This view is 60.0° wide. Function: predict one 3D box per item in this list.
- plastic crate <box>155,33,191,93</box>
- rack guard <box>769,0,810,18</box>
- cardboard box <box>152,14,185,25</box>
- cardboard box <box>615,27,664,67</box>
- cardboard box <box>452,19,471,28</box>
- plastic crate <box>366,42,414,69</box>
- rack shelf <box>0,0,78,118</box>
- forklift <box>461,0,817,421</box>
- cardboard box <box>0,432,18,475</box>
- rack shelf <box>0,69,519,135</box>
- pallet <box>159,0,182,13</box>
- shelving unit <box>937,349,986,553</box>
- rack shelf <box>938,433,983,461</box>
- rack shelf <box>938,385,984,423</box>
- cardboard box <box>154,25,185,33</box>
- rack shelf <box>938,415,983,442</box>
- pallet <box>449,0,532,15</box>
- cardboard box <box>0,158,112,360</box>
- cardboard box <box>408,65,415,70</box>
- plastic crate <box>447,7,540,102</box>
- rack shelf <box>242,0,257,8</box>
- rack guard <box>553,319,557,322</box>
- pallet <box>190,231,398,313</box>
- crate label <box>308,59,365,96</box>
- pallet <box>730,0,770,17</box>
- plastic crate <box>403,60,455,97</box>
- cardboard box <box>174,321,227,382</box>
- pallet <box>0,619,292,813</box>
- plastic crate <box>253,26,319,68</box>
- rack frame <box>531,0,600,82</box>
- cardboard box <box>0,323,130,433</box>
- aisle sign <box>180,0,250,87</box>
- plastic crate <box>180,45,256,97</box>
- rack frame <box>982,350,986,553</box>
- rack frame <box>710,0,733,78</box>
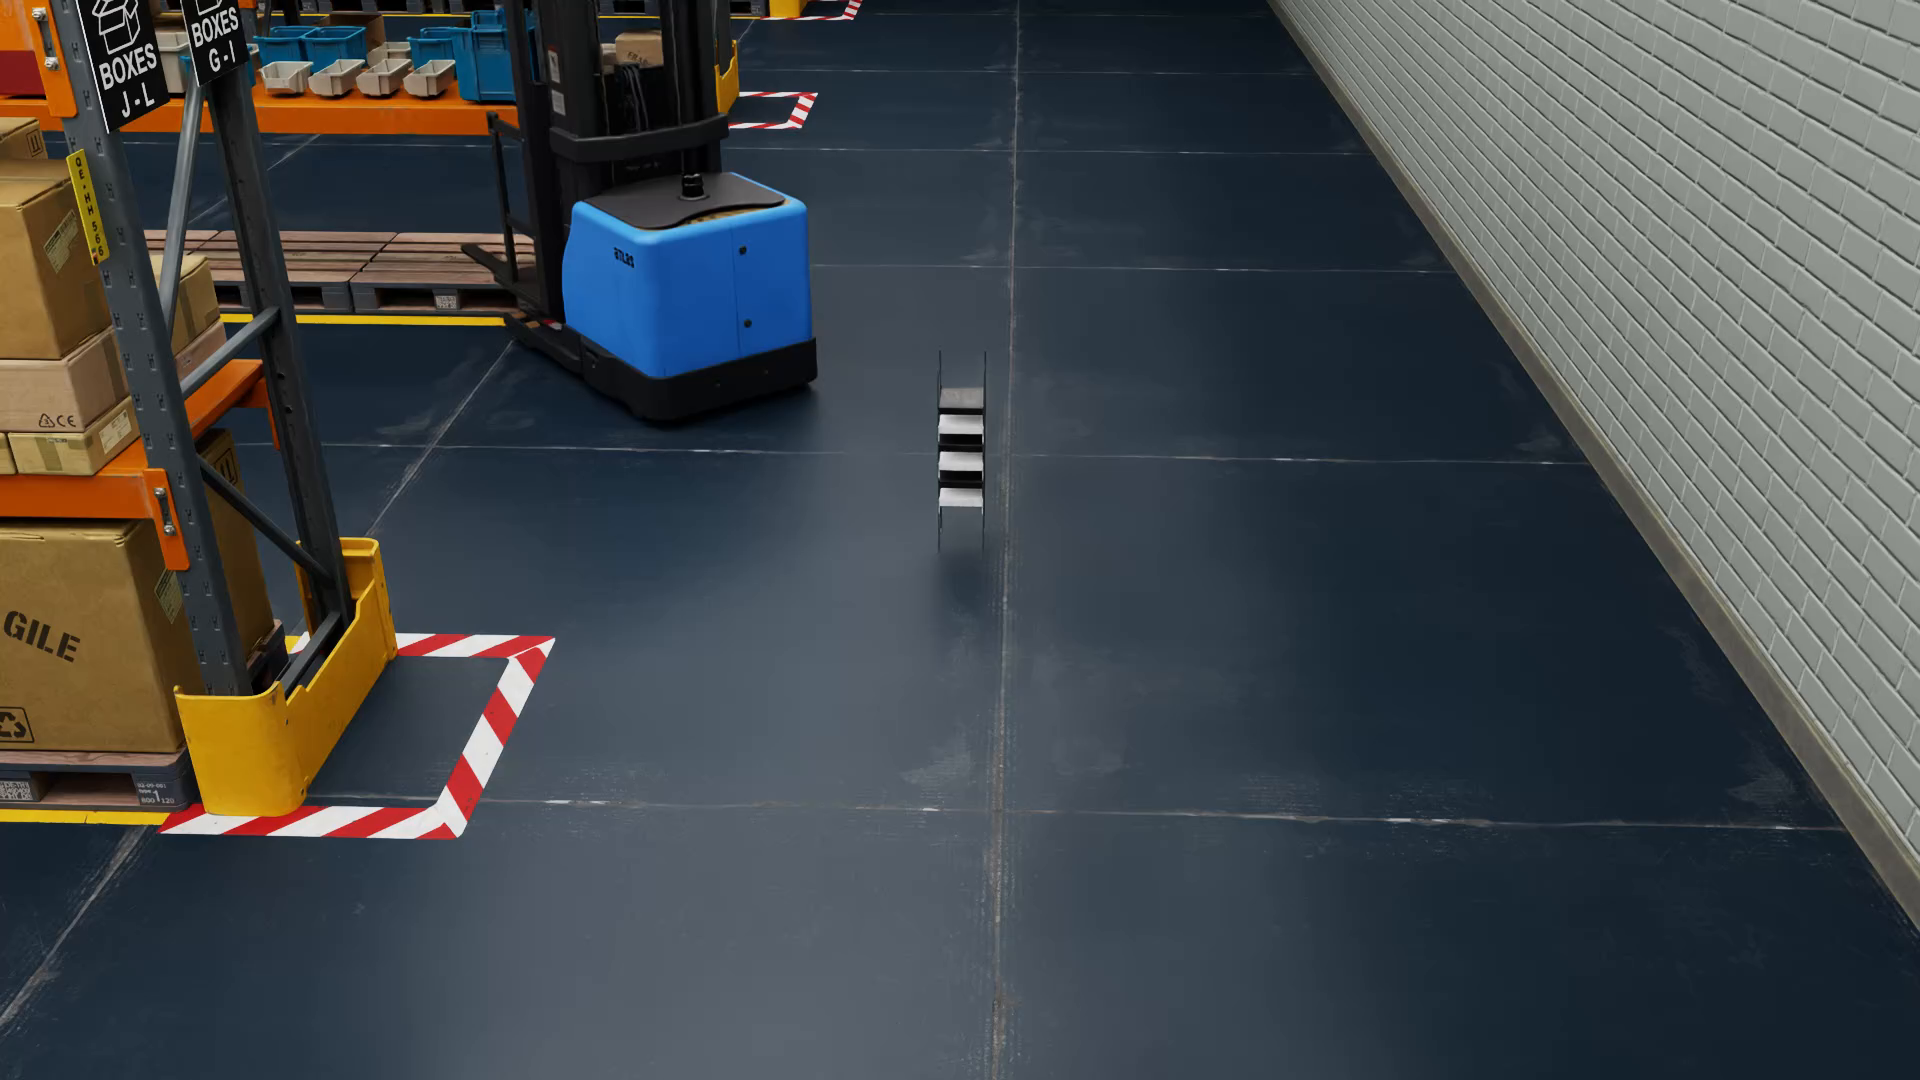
[{"bbox_3d":[-4.842,-2.866,10.017,0.530,0.282,0.437,1,28,2],"label":"plastic crate"},{"bbox_3d":[-1.990,-6.470,19.421,0.348,0.500,1.175,1,28,2],"label":"rack guard"},{"bbox_3d":[-7.191,-4.538,15.307,0.500,0.500,0.500,1,28,3],"label":"cardboard box"},{"bbox_3d":[-2.737,-4.240,14.744,0.500,0.500,0.500,1,28,2],"label":"cardboard box"},{"bbox_3d":[-4.305,-4.385,15.015,0.637,0.503,0.797,1,28,2],"label":"cardboard box"},{"bbox_3d":[-3.594,-3.061,10.539,0.298,0.136,0.250,1,28,2],"label":"plastic crate"},{"bbox_3d":[-4.537,-1.660,5.244,4.000,0.370,1.077,1,28,2],"label":"rack shelf"},{"bbox_3d":[-2.092,-2.553,9.437,1.130,2.935,3.031,-20,34,-32],"label":"forklift"},{"bbox_3d":[-3.166,-0.363,5.501,0.250,0.149,0.380,1,28,2],"label":"cardboard box"},{"bbox_3d":[-4.362,-2.653,10.320,4.000,0.370,1.077,1,28,2],"label":"rack shelf"},{"bbox_3d":[-9.224,-6.427,19.648,1.213,0.211,1.003,1,28,2],"label":"pallet"},{"bbox_3d":[0.008,-0.397,7.539,0.210,0.900,0.258,1,28,2],"label":"shelving unit"},{"bbox_3d":[0.008,-0.448,7.512,0.200,0.077,0.258,1,28,2],"label":"rack shelf"},{"bbox_3d":[0.008,-0.607,7.428,0.200,0.077,0.258,1,28,2],"label":"rack shelf"},{"bbox_3d":[-7.180,-4.298,14.855,0.500,0.500,0.500,1,28,2],"label":"cardboard box"},{"bbox_3d":[0.008,-0.527,7.470,0.200,0.077,0.258,1,28,2],"label":"rack shelf"},{"bbox_3d":[-5.254,-6.360,19.522,1.213,0.211,1.003,1,28,2],"label":"pallet"},{"bbox_3d":[-3.035,-0.901,5.288,0.500,0.500,0.500,1,28,2],"label":"cardboard box"},{"bbox_3d":[-4.906,-4.147,14.926,0.250,0.166,0.380,1,28,2],"label":"cardboard box"},{"bbox_3d":[-2.705,-2.898,9.912,0.499,0.435,0.616,1,28,2],"label":"plastic crate"},{"bbox_3d":[-4.184,-4.971,14.693,4.000,0.370,1.077,1,28,2],"label":"rack shelf"},{"bbox_3d":[-2.339,-1.839,10.685,0.348,0.500,1.175,1,28,2],"label":"rack guard"},{"bbox_3d":[-4.402,-1.759,10.842,1.213,0.211,1.003,1,28,2],"label":"pallet"},{"bbox_3d":[-3.753,-2.781,10.011,0.243,0.136,0.396,1,28,2],"label":"crate label"},{"bbox_3d":[-2.816,-6.319,19.446,1.213,0.211,1.003,1,28,2],"label":"pallet"},{"bbox_3d":[-3.185,-2.776,10.002,0.243,0.136,0.396,1,28,2],"label":"plastic crate"},{"bbox_3d":[-2.882,-0.669,6.077,0.250,0.149,0.380,1,28,2],"label":"cardboard box"},{"bbox_3d":[-3.340,0.636,6.324,1.213,0.211,1.003,1,28,2],"label":"pallet"},{"bbox_3d":[-4.215,-3.075,10.463,0.300,0.233,0.416,1,28,2],"label":"plastic crate"},{"bbox_3d":[-2.364,-2.938,10.089,0.127,3.000,1.000,1,28,2],"label":"rack frame"},{"bbox_3d":[-3.032,-0.568,5.462,0.500,0.250,0.500,1,28,1],"label":"cardboard box"},{"bbox_3d":[-2.456,-1.907,5.369,0.004,0.787,0.394,1,28,2],"label":"aisle sign"},{"bbox_3d":[-4.425,-2.804,9.952,0.300,0.233,0.416,1,28,2],"label":"plastic crate"},{"bbox_3d":[0.110,-0.396,7.536,0.006,0.900,0.240,1,28,2],"label":"rack frame"},{"bbox_3d":[-2.185,-5.256,14.463,0.127,3.000,1.000,1,28,2],"label":"rack frame"}]
